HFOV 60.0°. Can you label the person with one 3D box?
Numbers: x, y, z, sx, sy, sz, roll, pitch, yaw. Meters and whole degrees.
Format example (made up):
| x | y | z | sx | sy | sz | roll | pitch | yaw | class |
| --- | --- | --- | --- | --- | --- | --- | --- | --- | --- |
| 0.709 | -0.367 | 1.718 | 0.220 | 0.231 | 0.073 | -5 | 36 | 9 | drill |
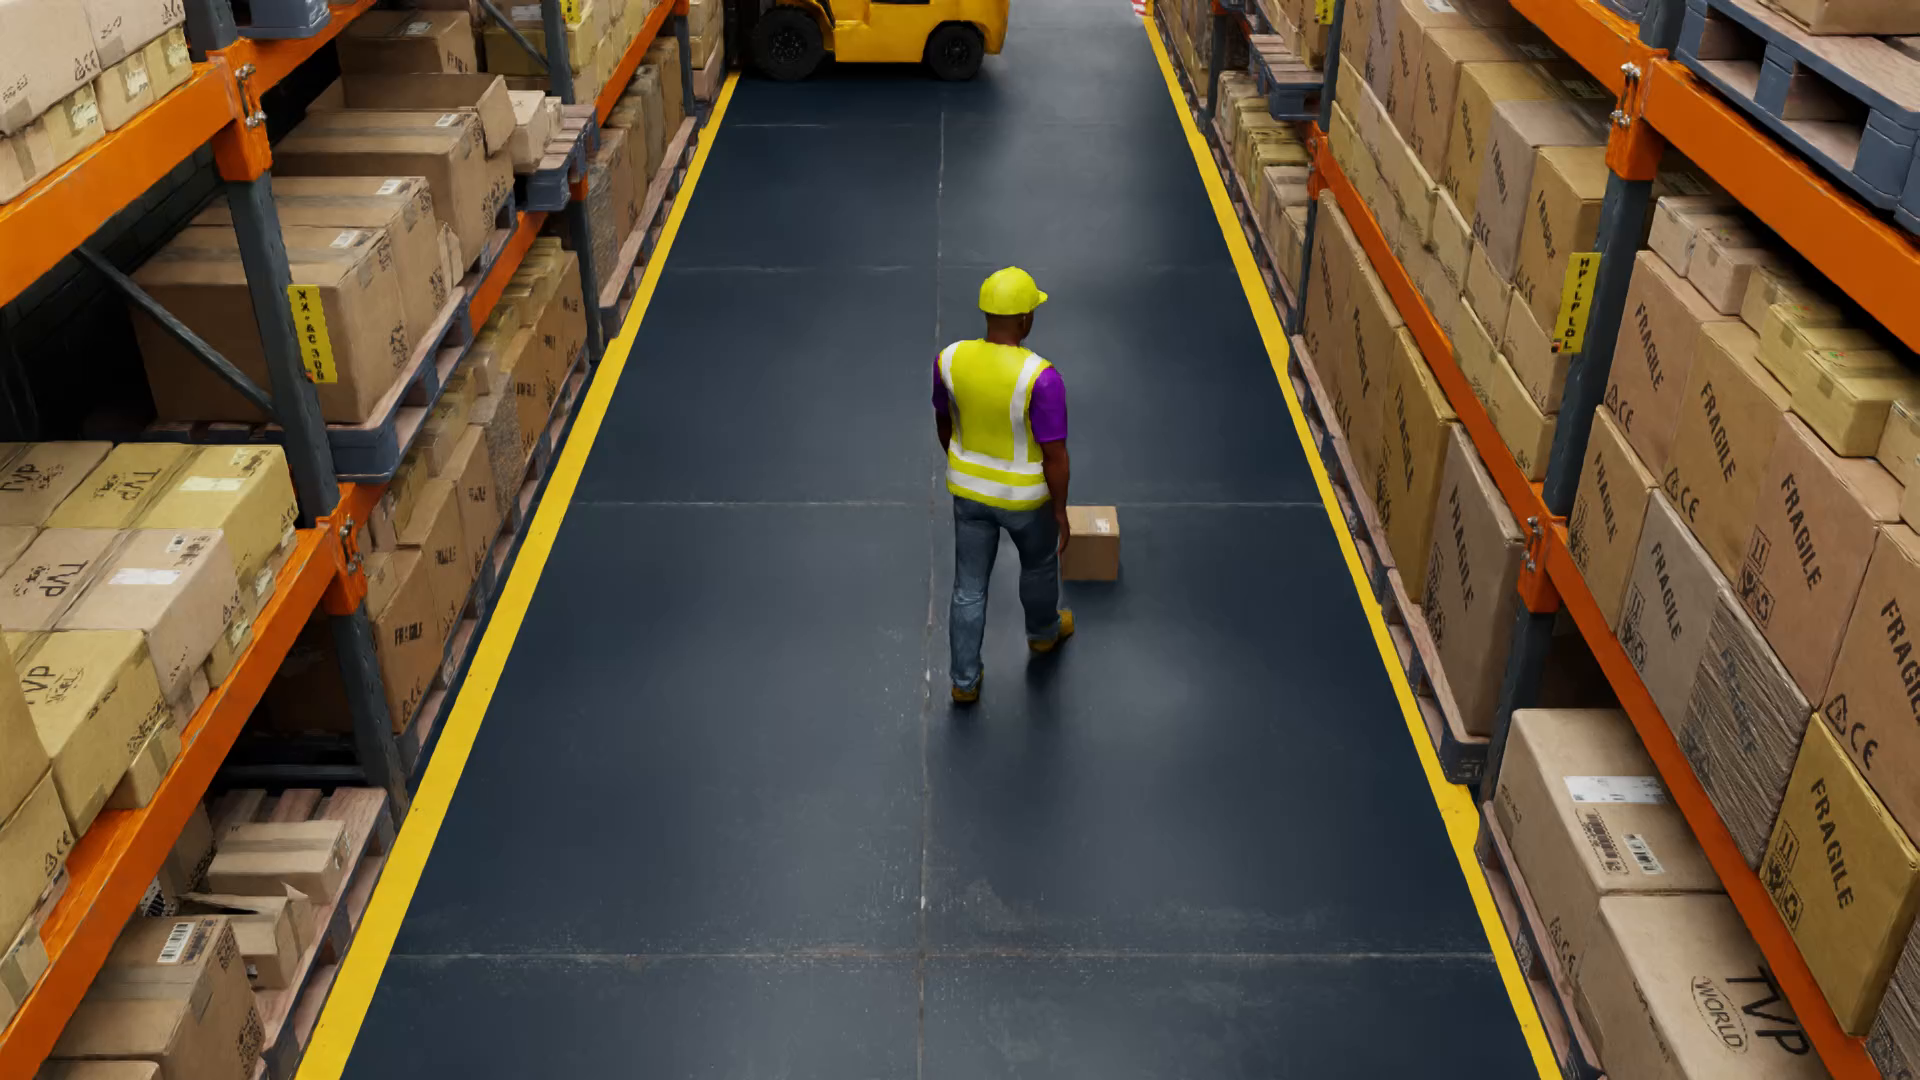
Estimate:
| x | y | z | sx | sy | sz | roll | pitch | yaw | class |
| --- | --- | --- | --- | --- | --- | --- | --- | --- | --- |
| 0.205 | -0.250 | 6.486 | 0.623 | 1.746 | 0.765 | 12 | 33 | 19 | person |
